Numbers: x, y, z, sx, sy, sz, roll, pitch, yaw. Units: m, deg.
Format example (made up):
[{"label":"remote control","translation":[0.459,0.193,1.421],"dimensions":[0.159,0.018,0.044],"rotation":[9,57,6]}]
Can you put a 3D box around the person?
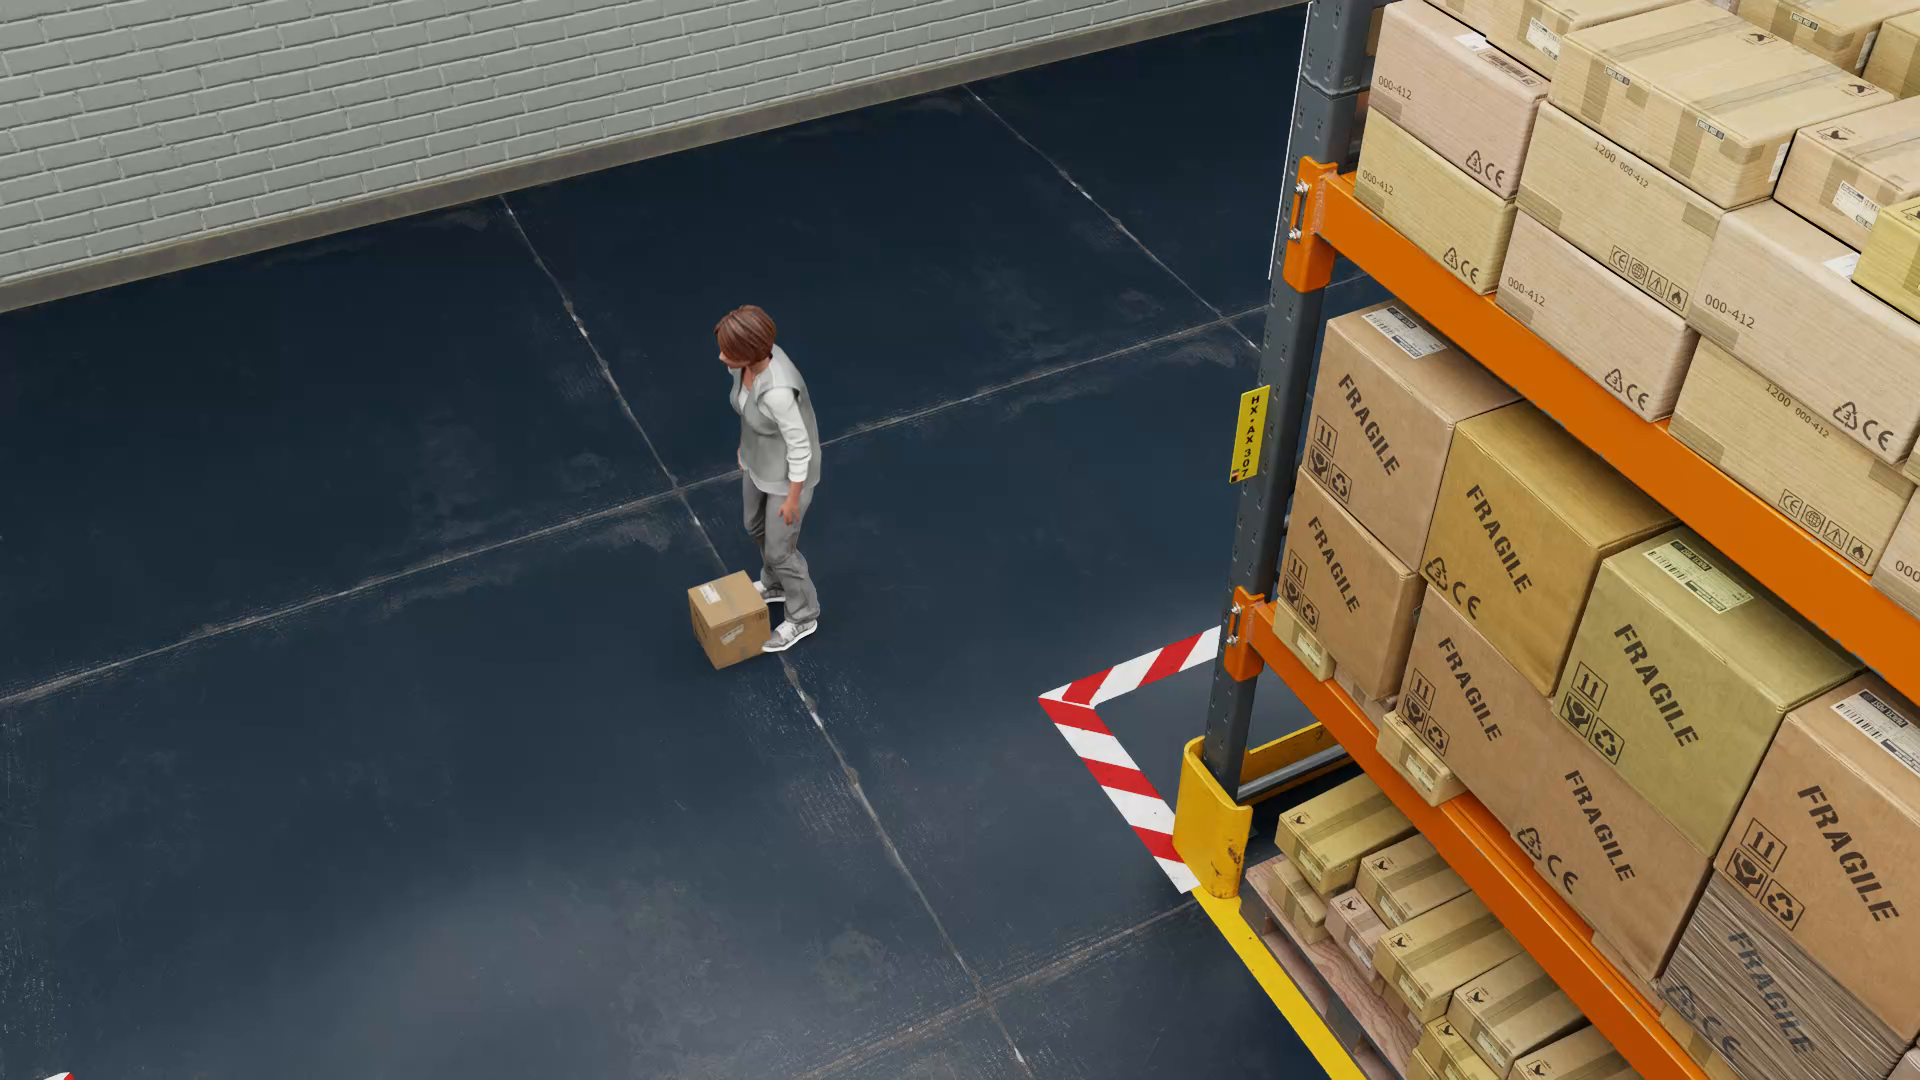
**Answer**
[{"label":"person","translation":[-0.727,-0.254,6.453],"dimensions":[0.348,1.590,0.469],"rotation":[-21,46,-22]}]
